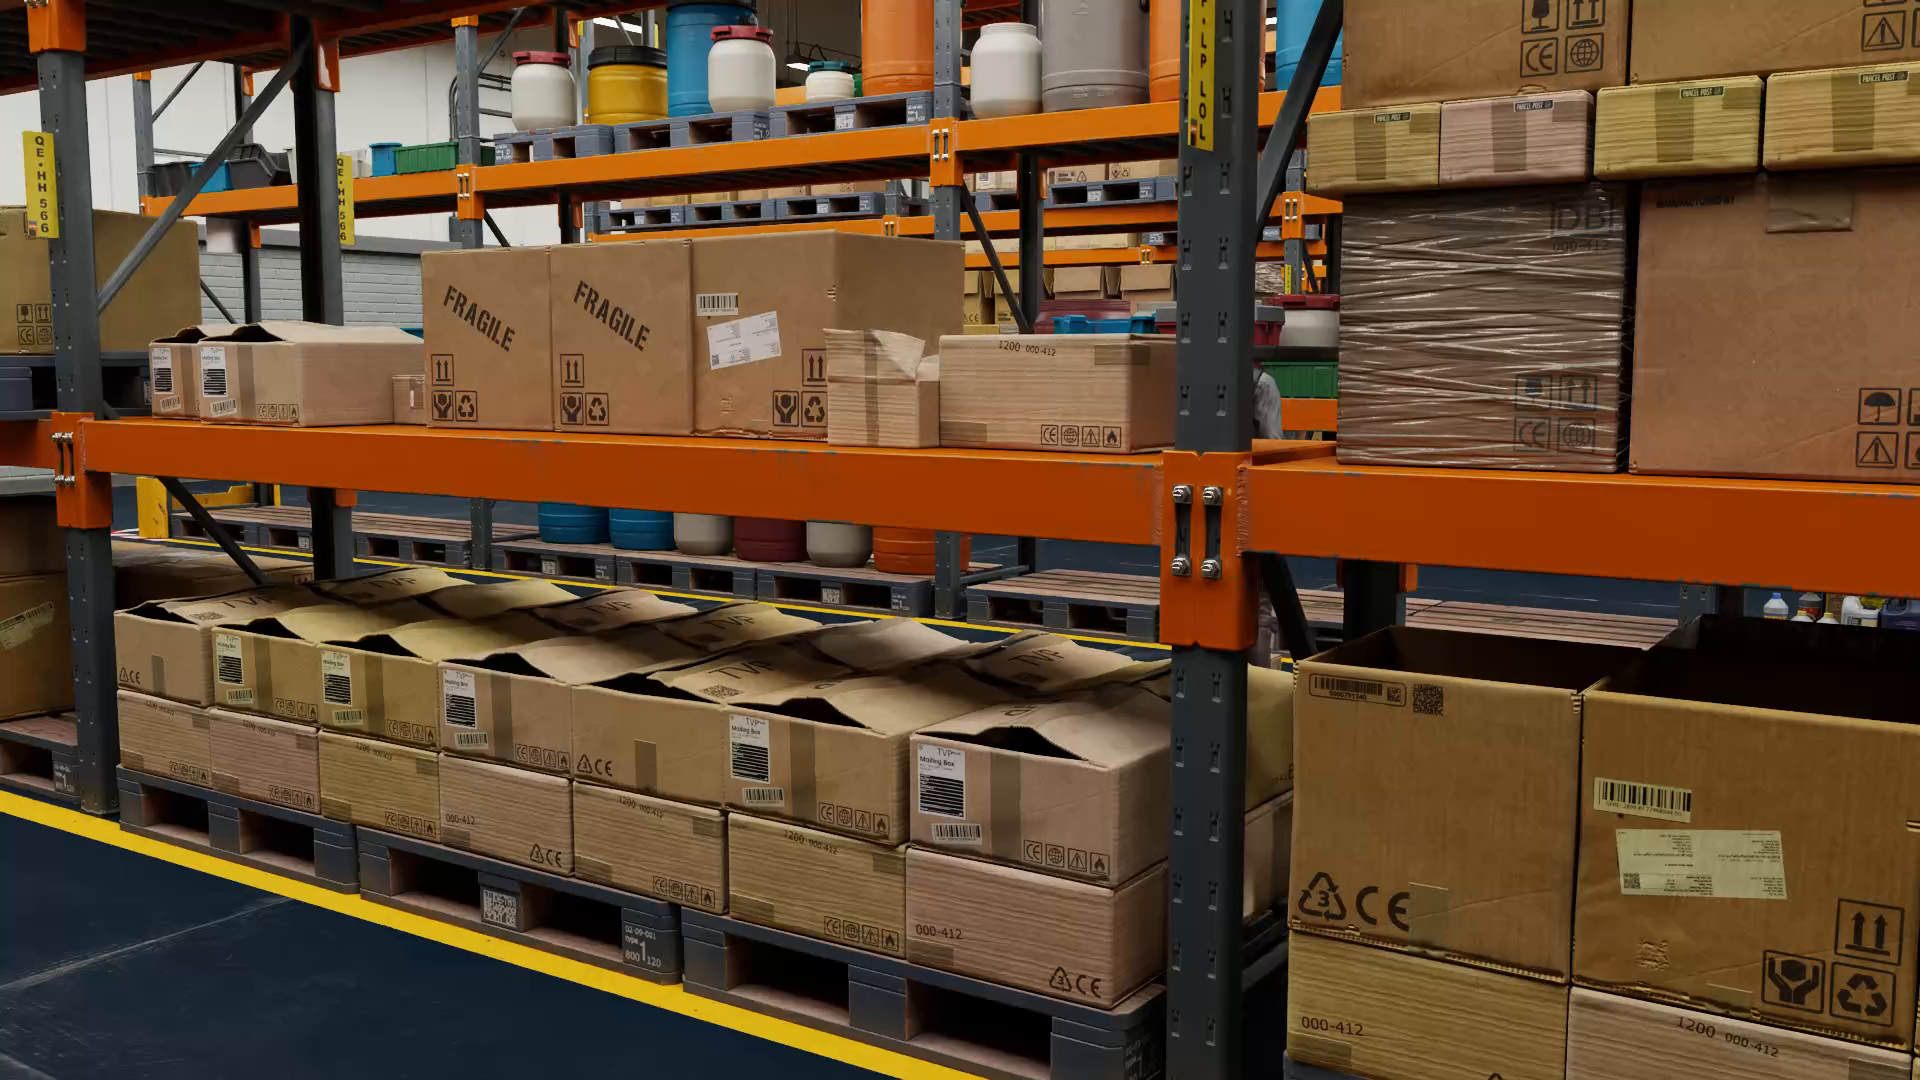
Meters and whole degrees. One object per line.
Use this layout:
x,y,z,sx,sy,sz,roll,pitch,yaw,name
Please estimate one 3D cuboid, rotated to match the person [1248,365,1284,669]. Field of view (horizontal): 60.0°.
1.036,-0.091,6.712,0.593,1.720,0.426,4,7,30,person
